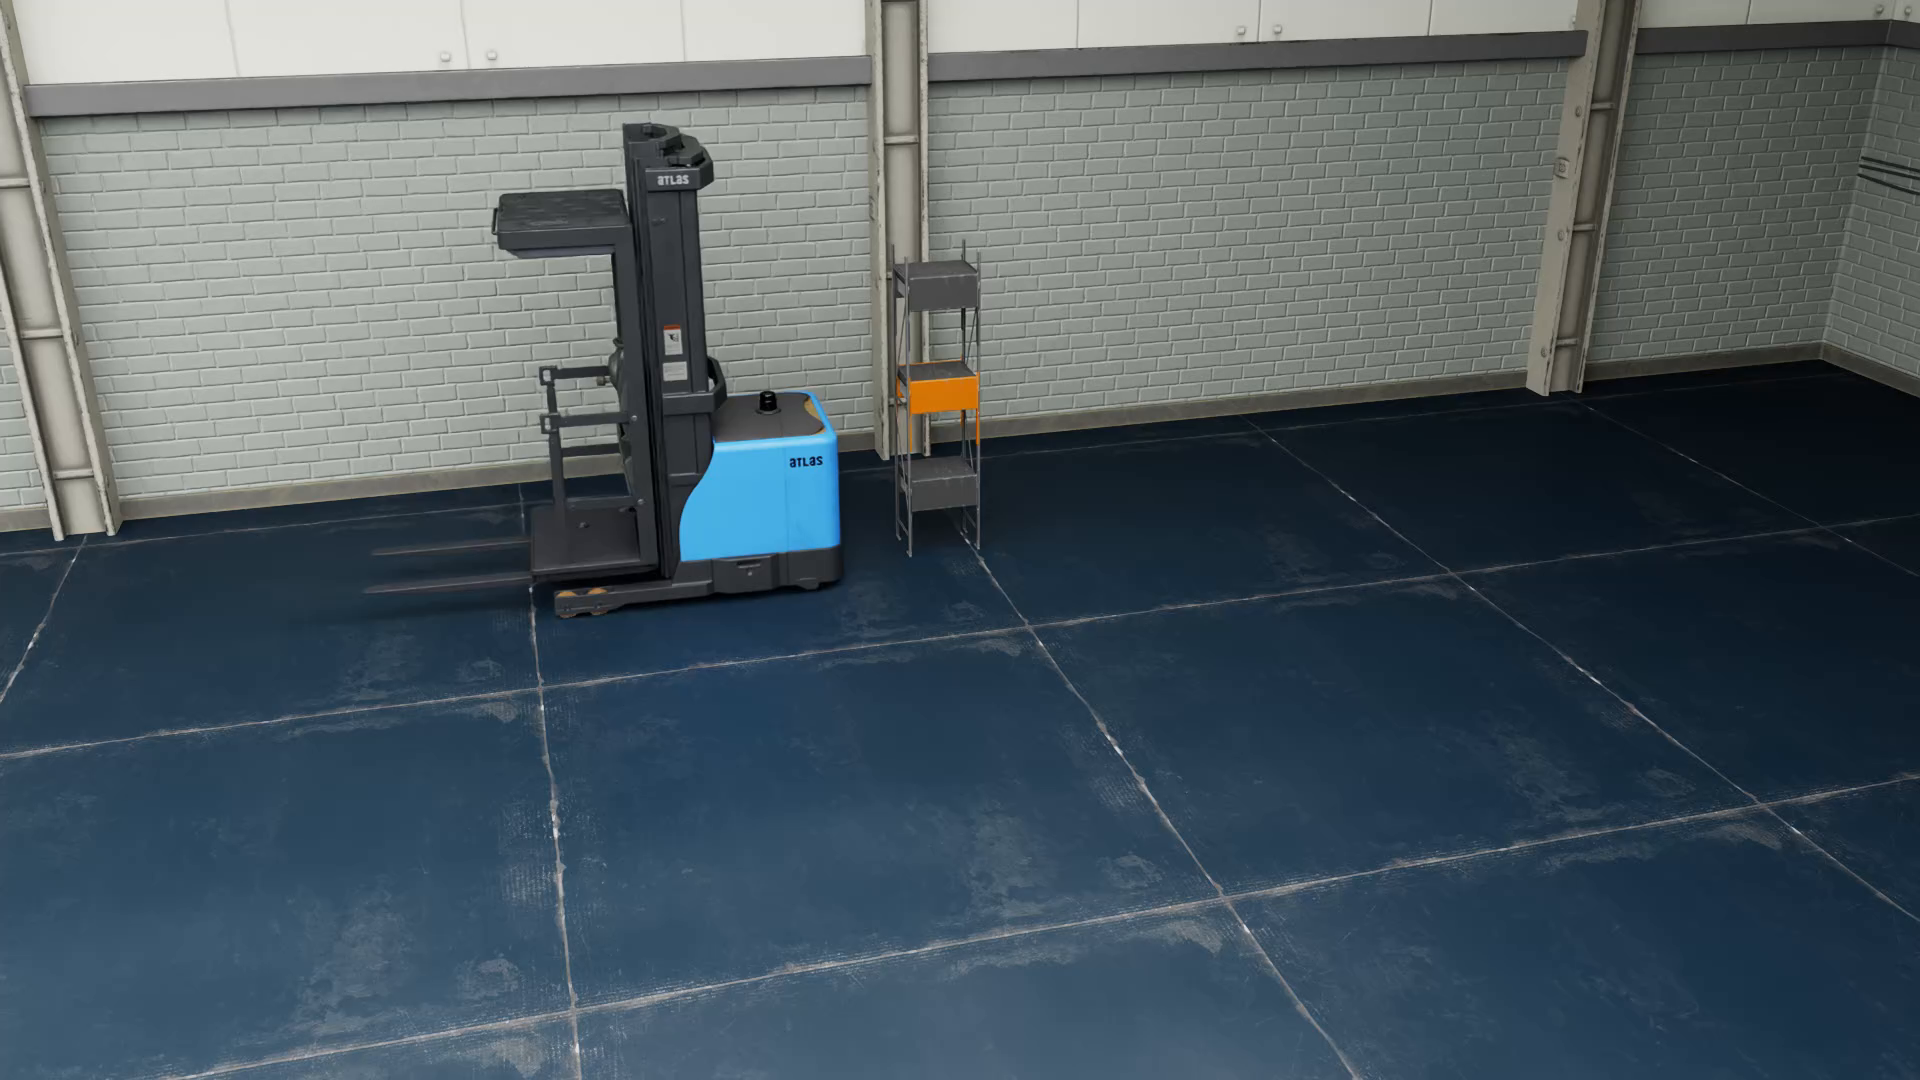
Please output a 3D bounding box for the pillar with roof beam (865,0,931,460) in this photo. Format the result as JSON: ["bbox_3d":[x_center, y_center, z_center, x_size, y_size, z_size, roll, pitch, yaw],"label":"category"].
[{"bbox_3d":[0.698,-3.215,7.830,0.400,9.000,9.100,-6,24,-14],"label":"pillar with roof beam"}]

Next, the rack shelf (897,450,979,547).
[{"bbox_3d":[-0.159,-0.291,11.576,0.480,0.518,0.431,-6,24,-14],"label":"rack shelf"}]

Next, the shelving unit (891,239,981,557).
[{"bbox_3d":[-0.159,-0.947,11.295,0.503,2.100,0.431,-6,24,-14],"label":"shelving unit"}]

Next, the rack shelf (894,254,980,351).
[{"bbox_3d":[-0.159,-1.578,11.024,0.480,0.518,0.431,-6,24,-14],"label":"rack shelf"}]

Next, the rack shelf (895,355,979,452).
[{"bbox_3d":[-0.159,-0.935,11.300,0.480,0.518,0.431,-6,24,-14],"label":"rack shelf"}]

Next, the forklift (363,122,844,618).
[{"bbox_3d":[-2.345,-1.080,10.549,3.031,2.935,1.130,-5,24,-12],"label":"forklift"}]

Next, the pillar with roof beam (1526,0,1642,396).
[{"bbox_3d":[6.475,-3.854,9.319,0.400,9.000,9.100,-6,24,-14],"label":"pillar with roof beam"}]

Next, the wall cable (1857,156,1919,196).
[{"bbox_3d":[8.506,-3.873,13.302,0.112,2.526,3.097,-6,24,-14],"label":"wall cable"}]

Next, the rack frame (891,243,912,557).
[{"bbox_3d":[-0.394,-0.921,11.234,0.015,2.100,0.400,-6,24,-14],"label":"rack frame"}]

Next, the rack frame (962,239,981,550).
[{"bbox_3d":[0.076,-0.973,11.355,0.015,2.100,0.400,-6,24,-14],"label":"rack frame"}]

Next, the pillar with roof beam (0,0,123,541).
[{"bbox_3d":[-5.079,-2.576,6.340,0.400,9.000,9.100,-6,24,-14],"label":"pillar with roof beam"}]
